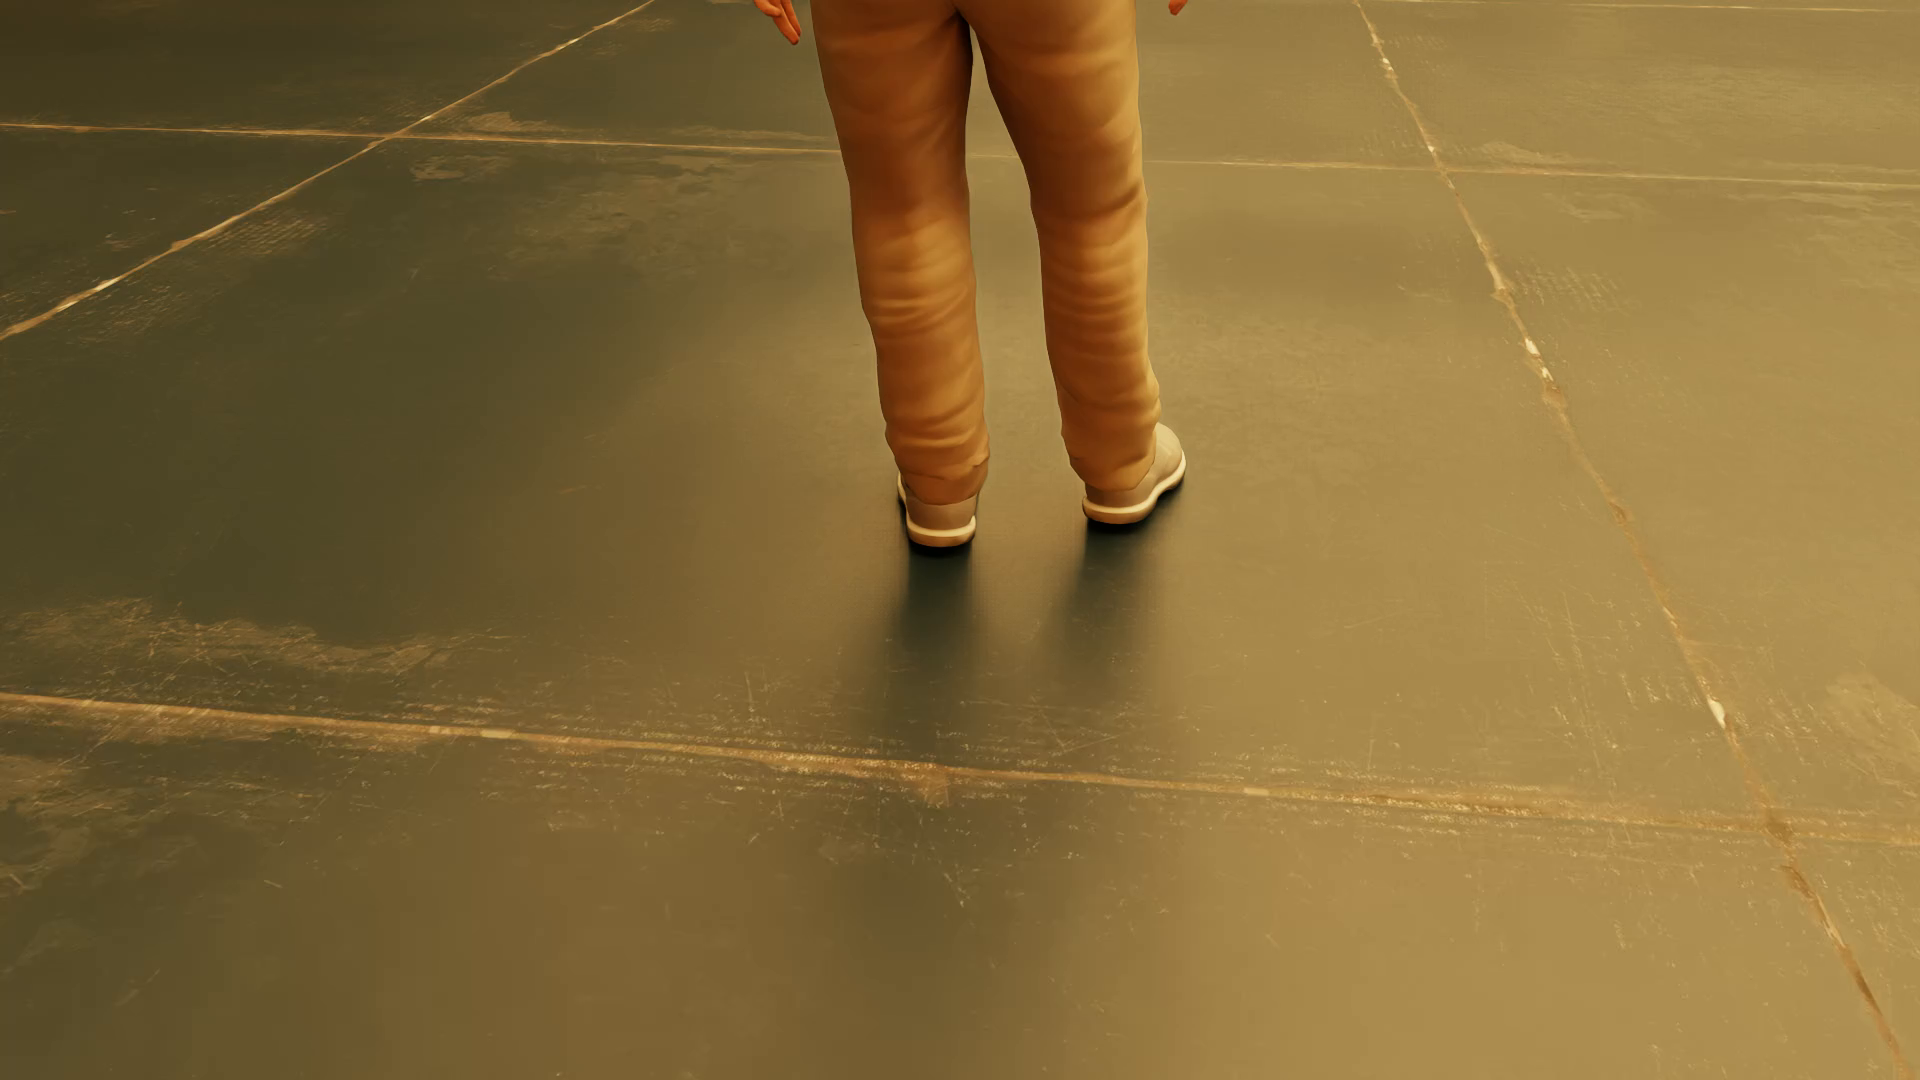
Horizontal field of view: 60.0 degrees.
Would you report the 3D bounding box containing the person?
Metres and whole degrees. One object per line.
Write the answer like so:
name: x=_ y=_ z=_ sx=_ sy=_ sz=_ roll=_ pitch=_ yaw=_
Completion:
person: x=0.025 y=-0.822 z=2.196 sx=0.640 sy=1.727 sz=0.535 roll=3 pitch=27 yaw=7
